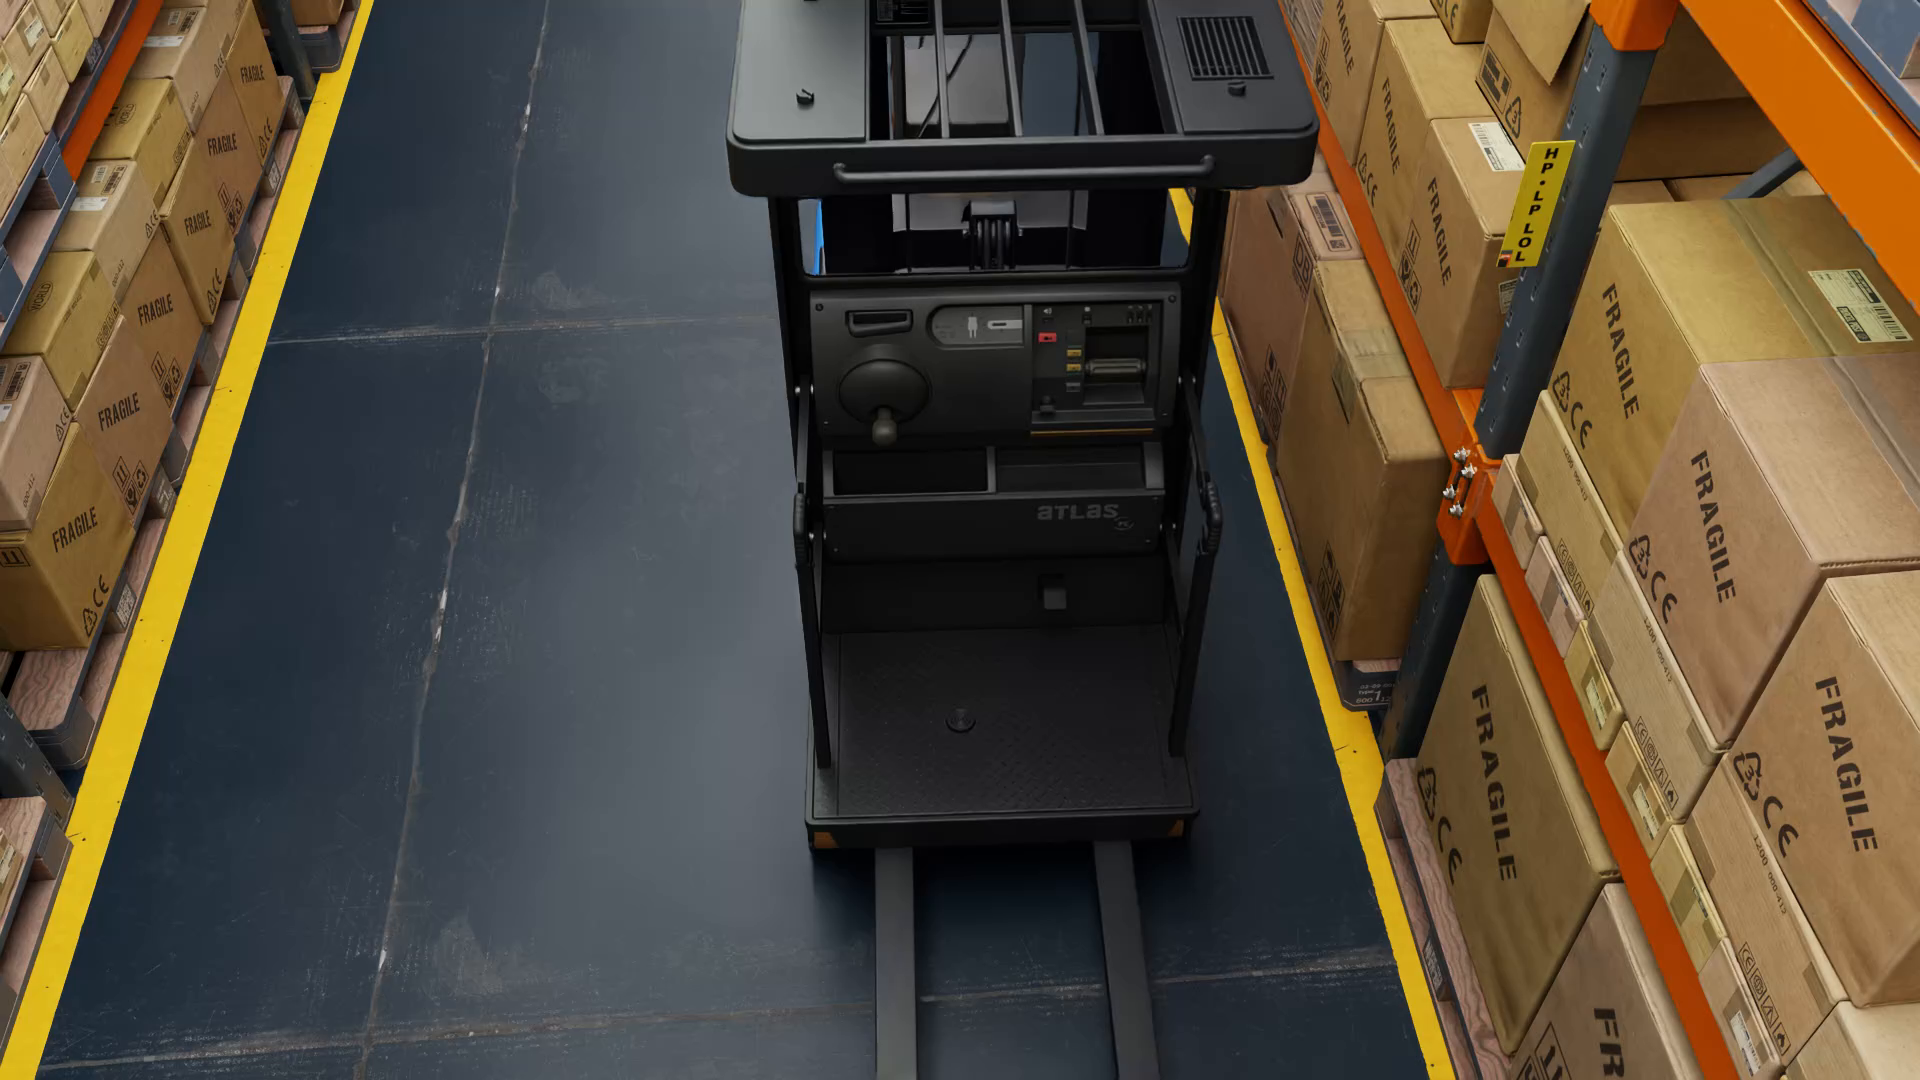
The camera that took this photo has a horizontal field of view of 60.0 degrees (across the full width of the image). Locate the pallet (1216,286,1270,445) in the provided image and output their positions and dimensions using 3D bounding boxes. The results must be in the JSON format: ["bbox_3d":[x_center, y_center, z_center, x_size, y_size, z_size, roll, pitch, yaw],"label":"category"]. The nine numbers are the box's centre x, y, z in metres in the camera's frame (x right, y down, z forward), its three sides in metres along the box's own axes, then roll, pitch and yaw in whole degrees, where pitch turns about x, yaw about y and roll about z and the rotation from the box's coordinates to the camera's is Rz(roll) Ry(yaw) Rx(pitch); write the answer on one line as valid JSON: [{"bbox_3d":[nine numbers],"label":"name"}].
[{"bbox_3d":[1.553,-0.878,6.436,1.003,0.211,1.213,-3,47,-3],"label":"pallet"}]

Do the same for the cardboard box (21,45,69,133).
[{"bbox_3d":[-2.815,-1.288,4.788,0.380,0.149,0.250,-5,47,-5],"label":"cardboard box"}]

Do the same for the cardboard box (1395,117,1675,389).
[{"bbox_3d":[1.487,-0.754,4.329,0.500,0.500,0.500,-3,47,-3],"label":"cardboard box"}]

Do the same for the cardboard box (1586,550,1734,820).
[{"bbox_3d":[1.613,0.267,3.329,0.500,0.250,0.500,-4,47,-3],"label":"cardboard box"}]

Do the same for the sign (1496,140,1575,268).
[{"bbox_3d":[1.258,-0.729,3.632,0.100,0.325,0.005,-3,47,-3],"label":"sign"}]

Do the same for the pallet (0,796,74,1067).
[{"bbox_3d":[-3.062,1.273,4.399,1.003,0.211,1.213,-3,47,-3],"label":"pallet"}]

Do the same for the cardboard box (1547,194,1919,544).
[{"bbox_3d":[1.583,-0.345,3.392,0.500,0.500,0.500,-3,47,-3],"label":"cardboard box"}]

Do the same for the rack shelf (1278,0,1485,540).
[{"bbox_3d":[1.631,-1.598,5.693,1.077,0.370,4.000,-3,47,-3],"label":"rack shelf"}]

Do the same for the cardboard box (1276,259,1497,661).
[{"bbox_3d":[1.725,-0.274,5.117,1.225,0.875,0.875,-3,47,-3],"label":"cardboard box"}]

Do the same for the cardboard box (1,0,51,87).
[{"bbox_3d":[-2.820,-1.400,4.689,0.380,0.149,0.250,-2,47,-2],"label":"cardboard box"}]

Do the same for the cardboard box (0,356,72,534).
[{"bbox_3d":[-2.952,-0.263,4.849,0.500,0.250,0.500,-5,47,-5],"label":"cardboard box"}]

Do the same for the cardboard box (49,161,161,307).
[{"bbox_3d":[-3.037,-1.018,5.564,0.500,0.250,0.500,-2,47,-2],"label":"cardboard box"}]

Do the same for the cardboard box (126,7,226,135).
[{"bbox_3d":[-3.116,-1.763,6.270,0.500,0.250,0.500,-3,47,-3],"label":"cardboard box"}]

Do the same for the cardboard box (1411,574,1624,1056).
[{"bbox_3d":[1.774,0.671,4.223,0.875,0.875,0.875,-3,47,-3],"label":"cardboard box"}]

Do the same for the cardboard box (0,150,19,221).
[{"bbox_3d":[-2.774,-0.922,4.441,0.380,0.149,0.250,-3,47,-3],"label":"cardboard box"}]

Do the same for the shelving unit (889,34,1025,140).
[{"bbox_3d":[-0.015,-1.351,5.584,0.431,2.100,0.503,-2,47,-2],"label":"shelving unit"}]

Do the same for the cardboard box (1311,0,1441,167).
[{"bbox_3d":[1.402,-1.490,5.027,0.500,0.500,0.500,-4,47,-4],"label":"cardboard box"}]

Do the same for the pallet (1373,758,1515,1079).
[{"bbox_3d":[1.784,1.116,4.548,1.003,0.211,1.213,-3,47,-3],"label":"pallet"}]

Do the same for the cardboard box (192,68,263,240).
[{"bbox_3d":[-3.133,-1.512,6.549,0.500,0.500,0.500,-2,47,-2],"label":"cardboard box"}]

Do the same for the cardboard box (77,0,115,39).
[{"bbox_3d":[-2.860,-1.668,5.147,0.380,0.149,0.250,-5,47,-5],"label":"cardboard box"}]

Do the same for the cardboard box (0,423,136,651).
[{"bbox_3d":[-2.951,-0.005,5.121,0.500,0.500,0.500,-2,47,-2],"label":"cardboard box"}]

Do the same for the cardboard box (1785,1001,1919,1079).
[{"bbox_3d":[1.695,0.999,2.636,0.500,0.250,0.500,-3,47,-3],"label":"cardboard box"}]

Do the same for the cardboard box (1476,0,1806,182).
[{"bbox_3d":[1.736,-1.239,4.098,0.797,0.503,0.637,-5,47,-4],"label":"cardboard box"}]

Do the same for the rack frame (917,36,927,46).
[{"bbox_3d":[-0.025,-1.528,5.751,0.400,2.100,0.015,-2,47,-2],"label":"rack frame"}]

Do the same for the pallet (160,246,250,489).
[{"bbox_3d":[-3.325,-0.659,6.229,1.003,0.211,1.213,-3,47,-3],"label":"pallet"}]

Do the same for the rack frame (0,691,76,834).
[{"bbox_3d":[-3.153,-0.170,3.845,1.000,3.000,0.127,-3,47,-3],"label":"rack frame"}]

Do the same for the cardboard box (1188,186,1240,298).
[{"bbox_3d":[1.567,-1.560,6.336,1.225,0.875,0.875,-3,47,-3],"label":"cardboard box"}]

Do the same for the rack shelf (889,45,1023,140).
[{"bbox_3d":[-0.015,-1.342,5.594,0.431,0.518,0.480,-2,47,-2],"label":"rack shelf"}]

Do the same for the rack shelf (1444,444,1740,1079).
[{"bbox_3d":[1.965,1.296,2.952,1.077,0.370,4.000,-3,47,-3],"label":"rack shelf"}]

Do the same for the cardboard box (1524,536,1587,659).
[{"bbox_3d":[1.513,0.113,3.750,0.380,0.149,0.250,-5,47,-5],"label":"cardboard box"}]

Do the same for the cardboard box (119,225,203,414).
[{"bbox_3d":[-3.054,-0.766,5.842,0.500,0.500,0.500,-3,47,-3],"label":"cardboard box"}]

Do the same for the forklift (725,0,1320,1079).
[{"bbox_3d":[0.102,-0.347,4.060,1.130,2.935,3.031,-2,47,-2],"label":"forklift"}]

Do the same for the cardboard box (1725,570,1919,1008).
[{"bbox_3d":[1.665,0.388,2.698,0.500,0.500,0.500,-5,47,-5],"label":"cardboard box"}]

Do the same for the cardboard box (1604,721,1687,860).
[{"bbox_3d":[1.560,0.493,3.390,0.380,0.149,0.250,-5,47,-4],"label":"cardboard box"}]

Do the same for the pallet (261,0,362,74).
[{"bbox_3d":[-3.479,-2.680,8.143,1.003,0.211,1.213,-3,47,-3],"label":"pallet"}]

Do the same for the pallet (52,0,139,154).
[{"bbox_3d":[-3.281,-1.568,5.301,1.003,0.211,1.213,-3,47,-3],"label":"pallet"}]

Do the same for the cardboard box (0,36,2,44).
[{"bbox_3d":[-2.794,-1.313,4.402,0.380,0.149,0.250,-4,47,-4],"label":"cardboard box"}]

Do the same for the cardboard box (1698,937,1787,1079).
[{"bbox_3d":[1.600,0.860,3.042,0.380,0.149,0.250,-3,47,-3],"label":"cardboard box"}]

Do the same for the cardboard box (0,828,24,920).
[{"bbox_3d":[-2.781,0.929,4.478,0.380,0.149,0.250,-3,47,-3],"label":"cardboard box"}]
